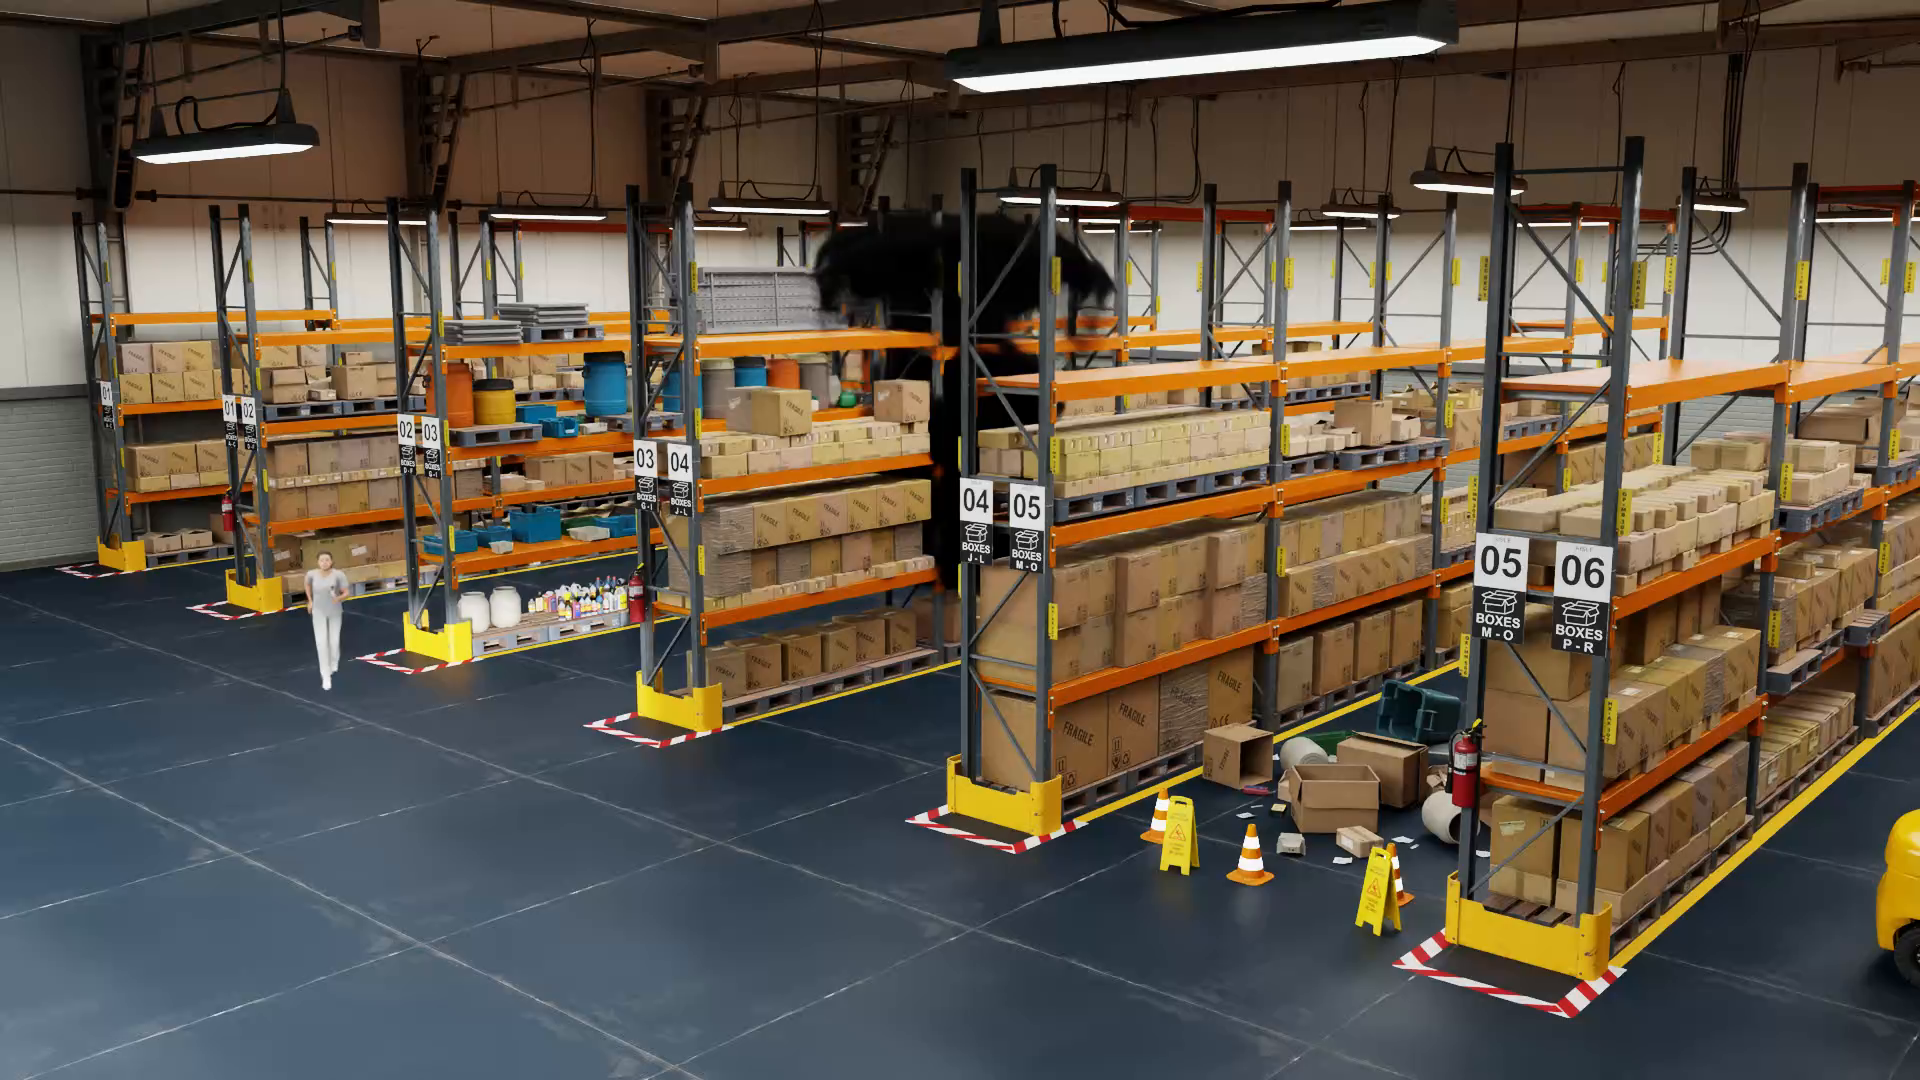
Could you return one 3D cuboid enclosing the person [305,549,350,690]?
[{"bbox_3d":[-7.842,0.947,20.658,0.510,1.660,0.941,-4,10,-22],"label":"person"}]
